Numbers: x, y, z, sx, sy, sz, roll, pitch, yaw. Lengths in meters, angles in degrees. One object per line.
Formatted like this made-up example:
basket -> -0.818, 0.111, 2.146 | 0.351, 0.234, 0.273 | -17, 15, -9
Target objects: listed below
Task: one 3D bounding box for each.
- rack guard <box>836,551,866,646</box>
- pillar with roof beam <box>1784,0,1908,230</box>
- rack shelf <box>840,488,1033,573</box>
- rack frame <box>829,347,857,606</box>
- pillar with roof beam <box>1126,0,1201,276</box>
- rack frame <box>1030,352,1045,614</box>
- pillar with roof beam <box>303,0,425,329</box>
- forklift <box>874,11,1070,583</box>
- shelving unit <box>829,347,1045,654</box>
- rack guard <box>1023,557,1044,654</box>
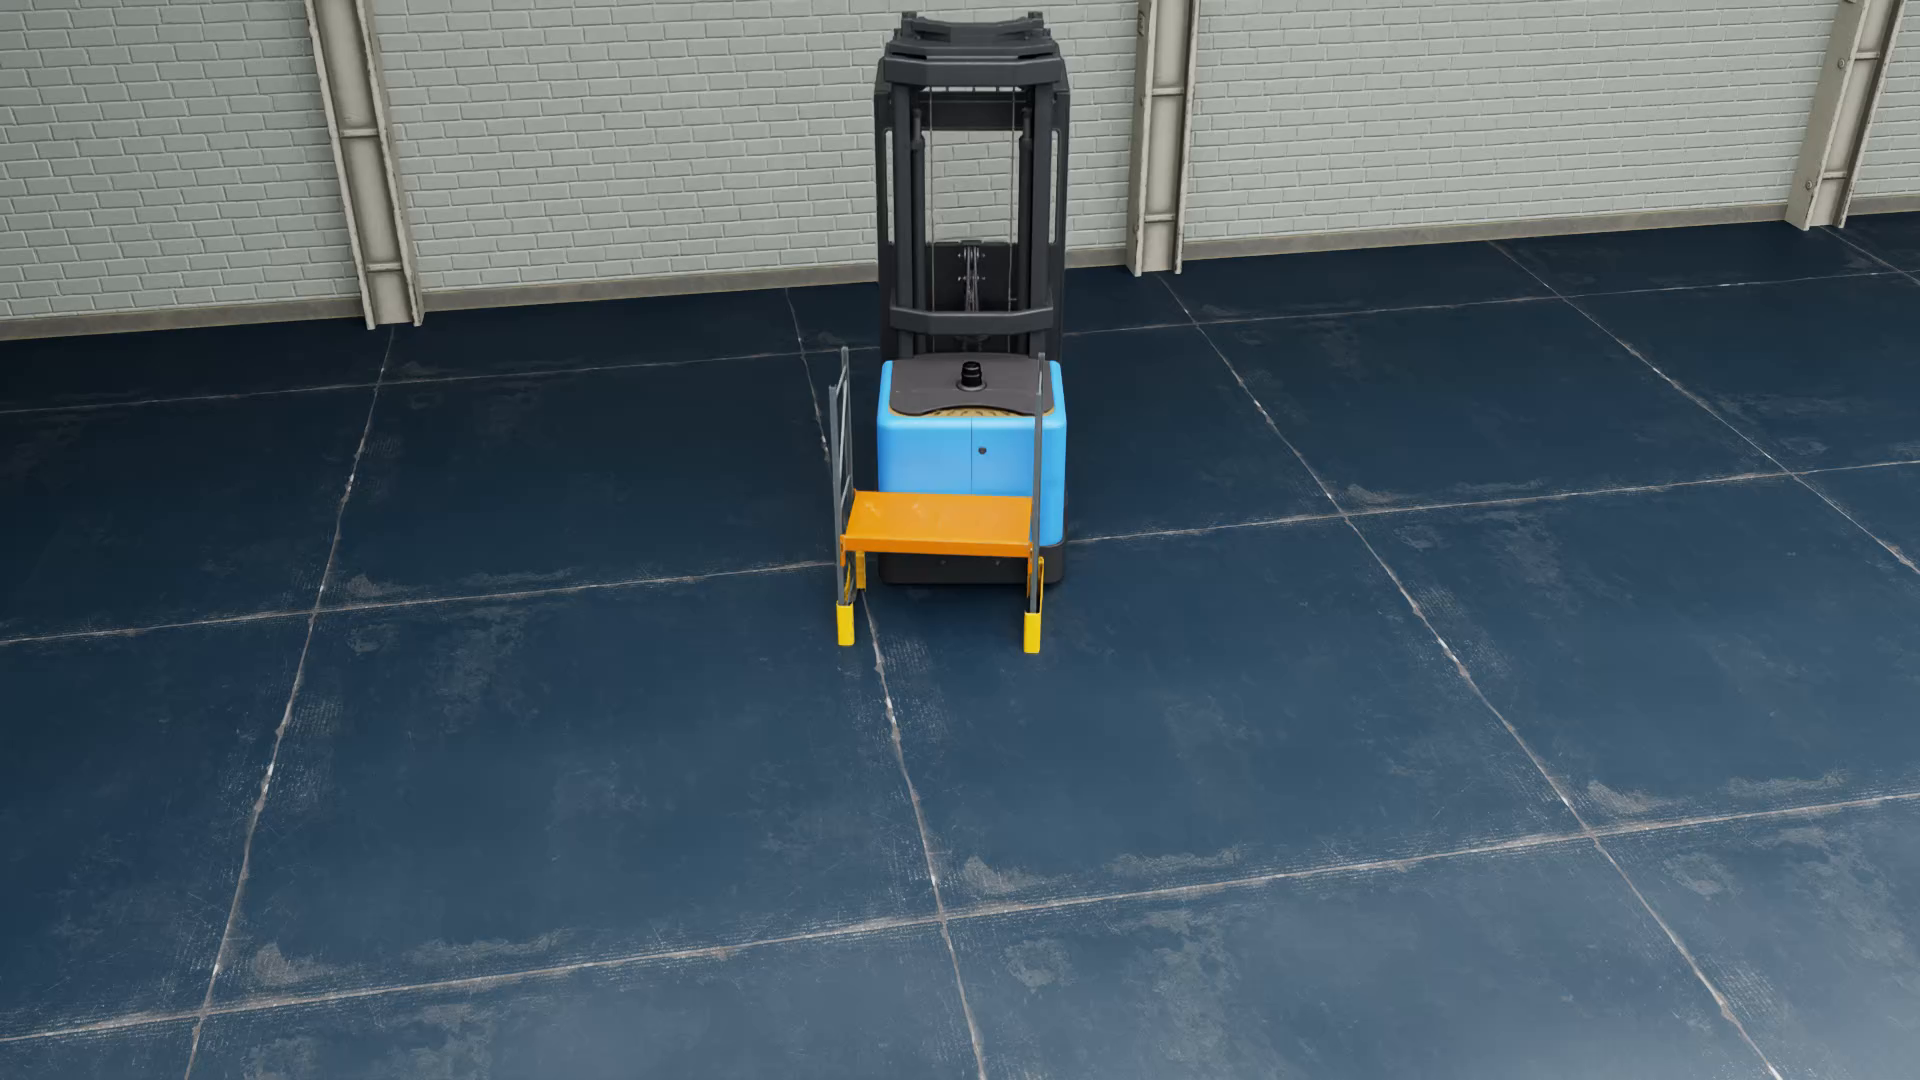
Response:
rack guard -> -0.593, 0.312, 9.088 | 0.087, 0.250, 0.587 | 2, 31, 4
pillar with roof beam -> 8.263, -4.516, 8.666 | 0.400, 9.000, 9.100 | -5, 31, -9
rack shelf -> -0.105, -0.054, 8.832 | 1.000, 0.185, 0.538 | 2, 31, 4
rack frame -> -0.612, -0.228, 8.772 | 0.032, 1.500, 0.500 | 2, 31, 4
pillar with roof beam -> 2.361, -3.968, 7.734 | 0.400, 9.000, 9.100 | -5, 31, -9
rack frame -> 0.402, -0.191, 8.709 | 0.032, 1.500, 0.500 | 2, 31, 4
pillar with roof beam -> -3.541, -3.420, 6.803 | 0.400, 9.000, 9.100 | -5, 31, -9
forklift -> 0.066, -1.726, 9.909 | 1.130, 2.935, 3.031 | 0, 30, 0
shelving unit -> -0.096, -0.209, 8.740 | 1.083, 1.500, 0.587 | 2, 31, 4
rack guard -> 0.400, 0.348, 9.026 | 0.087, 0.250, 0.587 | 2, 31, 4
